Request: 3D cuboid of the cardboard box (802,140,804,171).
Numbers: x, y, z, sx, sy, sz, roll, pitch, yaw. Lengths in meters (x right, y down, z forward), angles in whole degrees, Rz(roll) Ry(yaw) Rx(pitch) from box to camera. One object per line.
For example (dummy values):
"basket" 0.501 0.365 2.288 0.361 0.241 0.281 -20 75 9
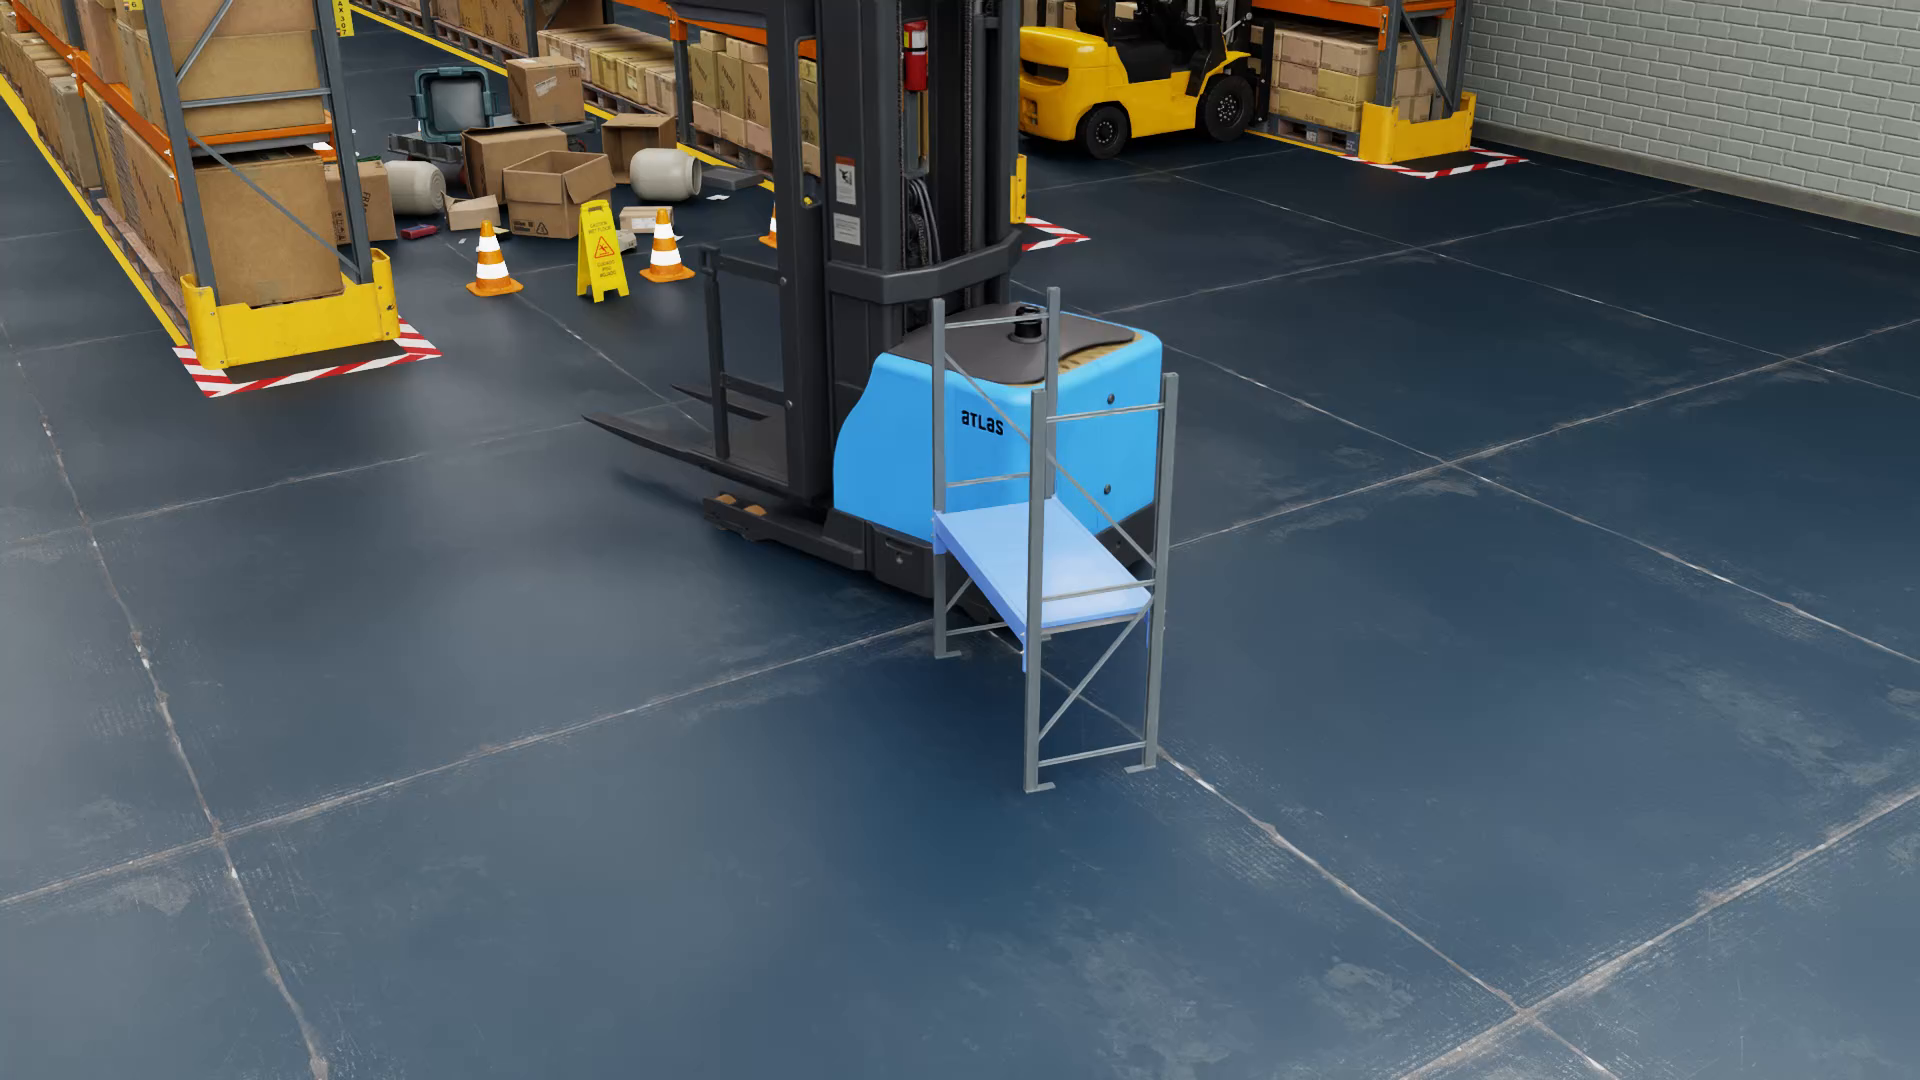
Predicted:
"cardboard box" -1.234 -3.300 13.955 0.500 0.250 0.500 -17 30 -31

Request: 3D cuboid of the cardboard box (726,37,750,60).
"cardboard box" -1.788 -4.247 14.324 0.380 0.149 0.250 -14 29 -28

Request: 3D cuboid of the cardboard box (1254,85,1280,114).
"cardboard box" 3.106 -4.314 16.103 0.500 0.250 0.500 -15 29 -29

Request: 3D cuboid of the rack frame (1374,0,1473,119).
"rack frame" 4.156 -4.912 14.641 1.000 3.000 0.127 -16 29 -30

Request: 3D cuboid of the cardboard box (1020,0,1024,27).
"cardboard box" 0.849 -6.190 19.639 0.875 0.625 0.625 -17 30 -32

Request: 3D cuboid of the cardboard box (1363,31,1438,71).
"cardboard box" 4.052 -4.526 15.383 0.500 0.250 0.500 -16 30 -30

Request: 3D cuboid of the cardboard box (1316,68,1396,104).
"cardboard box" 3.629 -4.186 15.246 0.500 0.250 0.500 -16 30 -30

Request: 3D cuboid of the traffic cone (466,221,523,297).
"traffic cone" -3.193 -1.938 11.313 0.336 0.463 0.334 -16 29 -30

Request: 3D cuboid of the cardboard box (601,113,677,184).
"cardboard box" -2.739 -3.355 14.268 0.500 0.500 0.500 3 25 6

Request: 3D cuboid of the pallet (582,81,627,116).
"pallet" -3.280 -4.638 17.328 1.003 0.211 1.213 -16 29 -30

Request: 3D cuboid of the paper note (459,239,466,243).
"paper note" -3.740 -2.248 12.501 0.032 0.001 0.123 -1 25 -3

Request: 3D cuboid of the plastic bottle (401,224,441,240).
"plastic bottle" -4.101 -2.354 12.664 0.133 0.061 0.283 18 31 33

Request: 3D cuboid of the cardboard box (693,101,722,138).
"cardboard box" -2.088 -3.857 15.136 0.500 0.250 0.500 -17 30 -32

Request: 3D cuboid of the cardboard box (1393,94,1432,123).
"cardboard box" 4.052 -4.080 15.607 0.500 0.250 0.500 -15 29 -29

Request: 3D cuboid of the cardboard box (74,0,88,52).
"cardboard box" -6.065 -3.933 12.393 0.875 0.550 0.550 -16 29 -30

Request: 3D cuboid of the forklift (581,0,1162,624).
"forklift" -0.582 -1.475 7.441 3.031 2.935 1.130 19 31 35

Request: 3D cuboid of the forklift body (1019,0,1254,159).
"forklift body" 1.593 -4.781 15.358 2.313 2.155 1.214 -16 29 -30

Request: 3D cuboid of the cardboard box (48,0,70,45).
"cardboard box" -6.785 -4.164 12.940 0.500 0.500 0.500 -16 29 -30

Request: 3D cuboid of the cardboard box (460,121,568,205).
"cardboard box" -3.598 -3.057 13.477 0.797 0.637 0.503 -16 29 -30

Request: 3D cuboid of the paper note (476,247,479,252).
"paper note" -3.503 -2.162 12.296 0.144 0.017 0.142 -6 26 -12

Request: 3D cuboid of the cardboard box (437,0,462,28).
"cardboard box" -6.146 -7.072 21.214 0.875 0.875 0.875 -15 29 -28

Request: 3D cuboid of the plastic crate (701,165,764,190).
"plastic crate" -2.014 -3.112 14.247 0.583 0.080 0.402 18 31 33

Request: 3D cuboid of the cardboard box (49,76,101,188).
"cardboard box" -6.691 -3.368 13.515 1.050 0.750 0.750 -16 29 -30

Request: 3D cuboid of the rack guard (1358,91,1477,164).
"rack guard" 4.169 -3.773 15.156 1.175 0.500 0.348 -16 29 -30

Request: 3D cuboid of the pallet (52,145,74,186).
"pallet" -7.431 -3.429 14.766 1.003 0.211 1.213 -16 29 -30

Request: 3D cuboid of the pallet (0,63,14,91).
"pallet" -10.217 -5.317 18.766 1.003 0.211 1.213 -16 29 -30

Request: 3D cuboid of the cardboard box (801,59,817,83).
"cardboard box" -1.048 -3.765 13.302 0.380 0.149 0.250 -15 29 -29

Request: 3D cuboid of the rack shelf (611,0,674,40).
"rack shelf" -3.276 -5.574 16.887 1.077 0.370 4.000 -16 29 -30

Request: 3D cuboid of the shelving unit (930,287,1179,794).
"shelving unit" 0.300 -0.030 6.056 0.538 1.500 1.048 -8 27 -17

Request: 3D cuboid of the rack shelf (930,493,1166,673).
"rack shelf" 0.300 0.133 6.133 0.538 0.185 1.000 -8 27 -17

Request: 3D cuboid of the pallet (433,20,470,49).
"pallet" -6.067 -6.526 21.328 1.003 0.211 1.213 -16 29 -30

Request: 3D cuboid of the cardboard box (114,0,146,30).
"cardboard box" -4.640 -3.437 10.077 0.875 0.550 0.550 -16 29 -30

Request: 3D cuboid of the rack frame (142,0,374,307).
"rack frame" -4.093 -2.564 9.668 1.000 3.000 0.127 -16 29 -30

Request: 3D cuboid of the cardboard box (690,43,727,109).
"cardboard box" -2.088 -4.196 14.975 0.500 0.500 0.500 -14 29 -27

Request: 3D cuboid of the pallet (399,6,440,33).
"pallet" -6.901 -7.075 22.490 1.003 0.211 1.213 -16 29 -30

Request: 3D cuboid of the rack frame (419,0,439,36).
"rack frame" -6.551 -8.046 21.280 1.000 3.000 0.127 -16 29 -30

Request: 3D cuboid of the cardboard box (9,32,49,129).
"cardboard box" -8.203 -4.359 15.614 1.050 0.750 0.750 -16 30 -30

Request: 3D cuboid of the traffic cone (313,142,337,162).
"traffic cone" -5.743 -3.679 15.001 0.336 0.463 0.334 -16 29 -30

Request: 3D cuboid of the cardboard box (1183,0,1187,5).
"cardboard box" 2.403 -5.610 17.678 0.500 0.250 0.500 -15 29 -29

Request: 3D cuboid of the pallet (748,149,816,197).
"pallet" -1.118 -3.255 14.397 1.003 0.211 1.213 -16 29 -30

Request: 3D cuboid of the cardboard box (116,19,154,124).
"cardboard box" -4.652 -2.946 10.300 0.875 0.550 0.550 -16 29 -30

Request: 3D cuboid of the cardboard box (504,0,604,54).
"cardboard box" -4.675 -6.111 19.177 0.875 0.875 0.875 -16 30 -30

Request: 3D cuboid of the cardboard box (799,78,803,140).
"cardboard box" -1.214 -3.633 13.783 0.500 0.500 0.500 -16 30 -31

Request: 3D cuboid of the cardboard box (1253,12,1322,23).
"cardboard box" 3.239 -5.071 16.535 0.500 0.250 0.500 -16 30 -31

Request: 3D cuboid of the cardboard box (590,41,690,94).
"cardboard box" -3.249 -4.878 17.155 0.950 0.372 0.625 -14 29 -28

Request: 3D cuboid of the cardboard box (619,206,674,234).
"cardboard box" -2.408 -2.462 12.792 0.380 0.149 0.250 -1 25 -3

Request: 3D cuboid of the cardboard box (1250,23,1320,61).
"cardboard box" 3.076 -4.762 15.881 0.500 0.250 0.500 -15 29 -29

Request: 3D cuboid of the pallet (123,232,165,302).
"pallet" -5.257 -2.007 11.754 1.003 0.211 1.213 -16 29 -30

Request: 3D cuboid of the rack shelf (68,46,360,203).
"rack shelf" -5.185 -2.954 11.337 1.077 0.370 4.000 -16 29 -30

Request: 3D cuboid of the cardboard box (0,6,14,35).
"cardboard box" -9.602 -5.371 17.172 0.500 0.250 0.500 -15 29 -28

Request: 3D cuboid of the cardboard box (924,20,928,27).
"cardboard box" -0.528 -4.063 12.378 0.500 0.500 0.500 -16 30 -30

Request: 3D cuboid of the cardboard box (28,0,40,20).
"cardboard box" -7.616 -4.707 14.090 0.500 0.500 0.500 -16 30 -30

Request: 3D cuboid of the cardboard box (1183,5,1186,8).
"cardboard box" 2.245 -5.310 17.042 0.500 0.250 0.500 -15 29 -29

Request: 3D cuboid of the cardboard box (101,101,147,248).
"cardboard box" -5.496 -2.661 11.870 0.875 0.875 0.875 -15 29 -29
